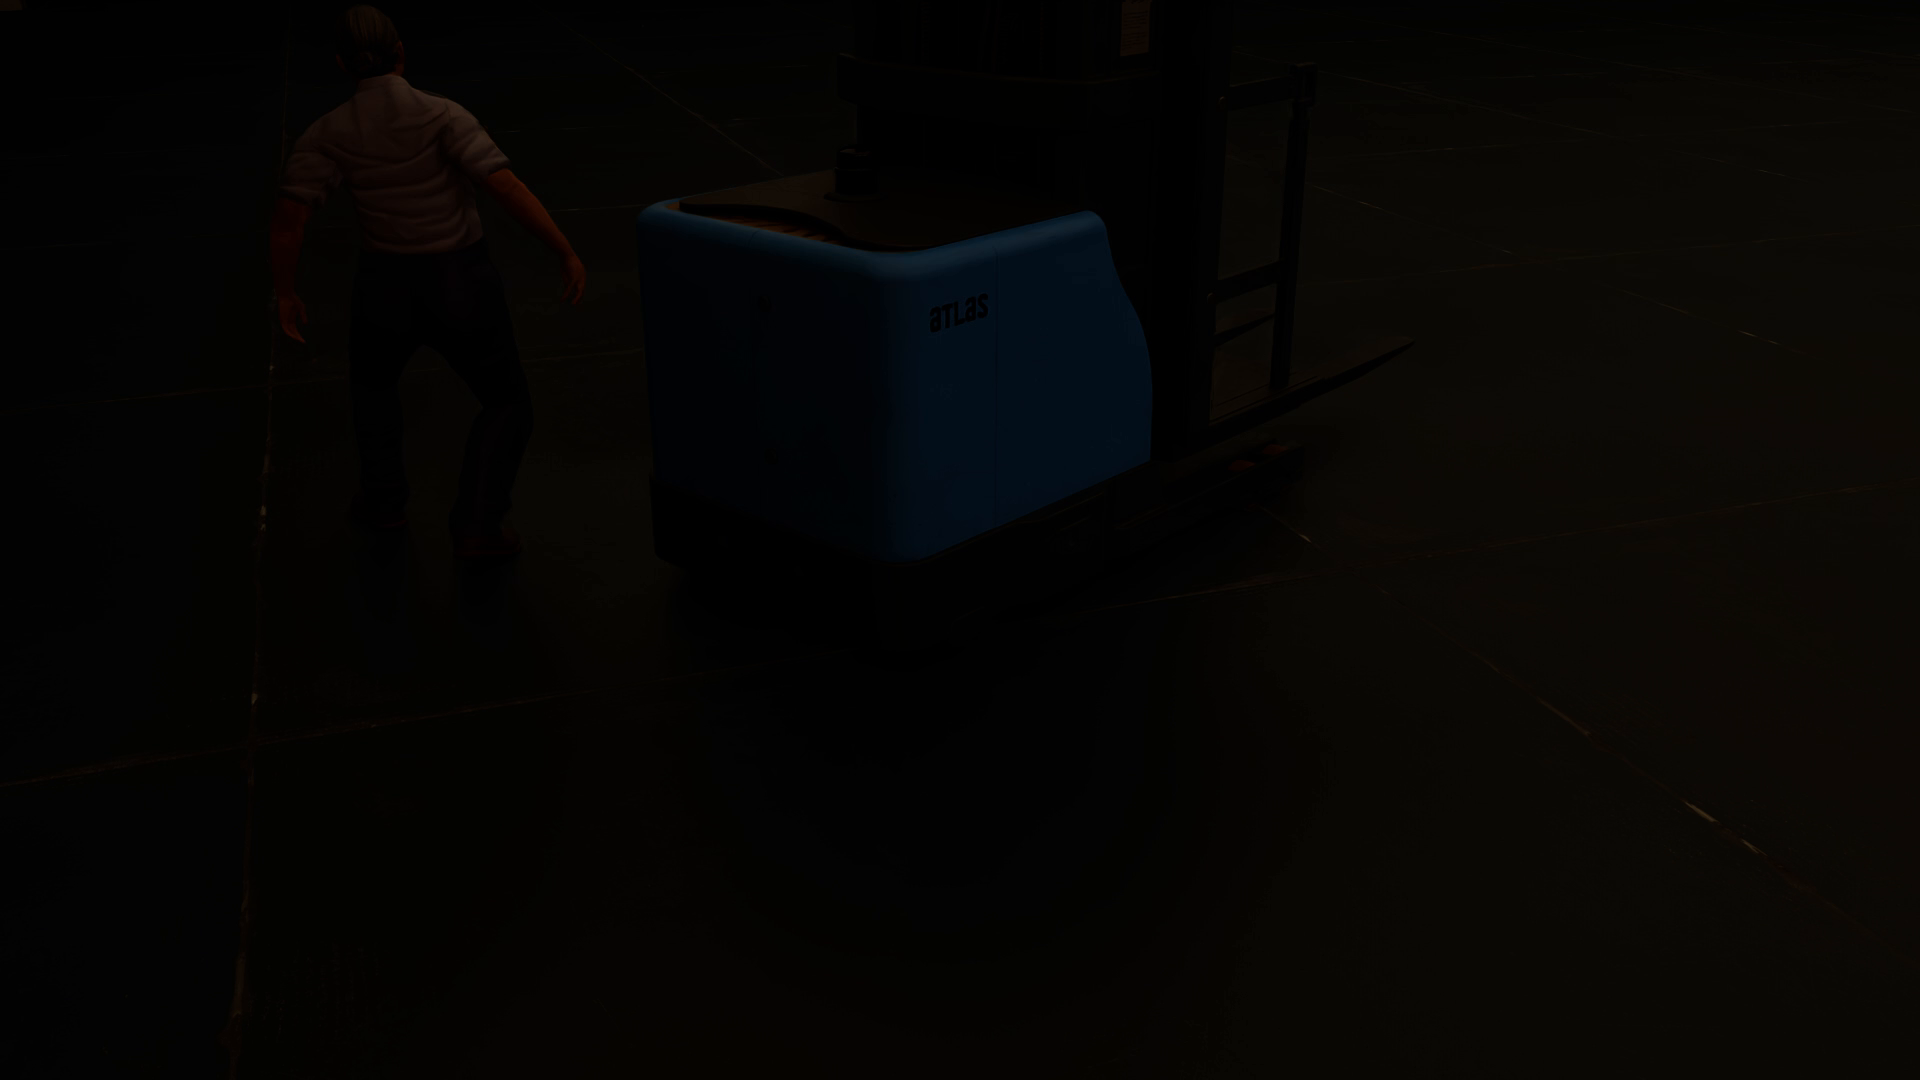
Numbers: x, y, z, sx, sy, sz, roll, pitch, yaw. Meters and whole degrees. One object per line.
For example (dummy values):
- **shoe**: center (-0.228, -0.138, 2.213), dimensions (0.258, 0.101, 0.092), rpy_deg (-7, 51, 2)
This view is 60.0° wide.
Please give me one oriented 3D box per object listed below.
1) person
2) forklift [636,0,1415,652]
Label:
- **person**: center (-1.502, -0.719, 4.773), dimensions (0.883, 1.566, 0.598), rpy_deg (1, 23, 1)
- **forklift**: center (0.473, -1.556, 4.999), dimensions (1.130, 2.935, 3.031), rpy_deg (19, 29, 38)
